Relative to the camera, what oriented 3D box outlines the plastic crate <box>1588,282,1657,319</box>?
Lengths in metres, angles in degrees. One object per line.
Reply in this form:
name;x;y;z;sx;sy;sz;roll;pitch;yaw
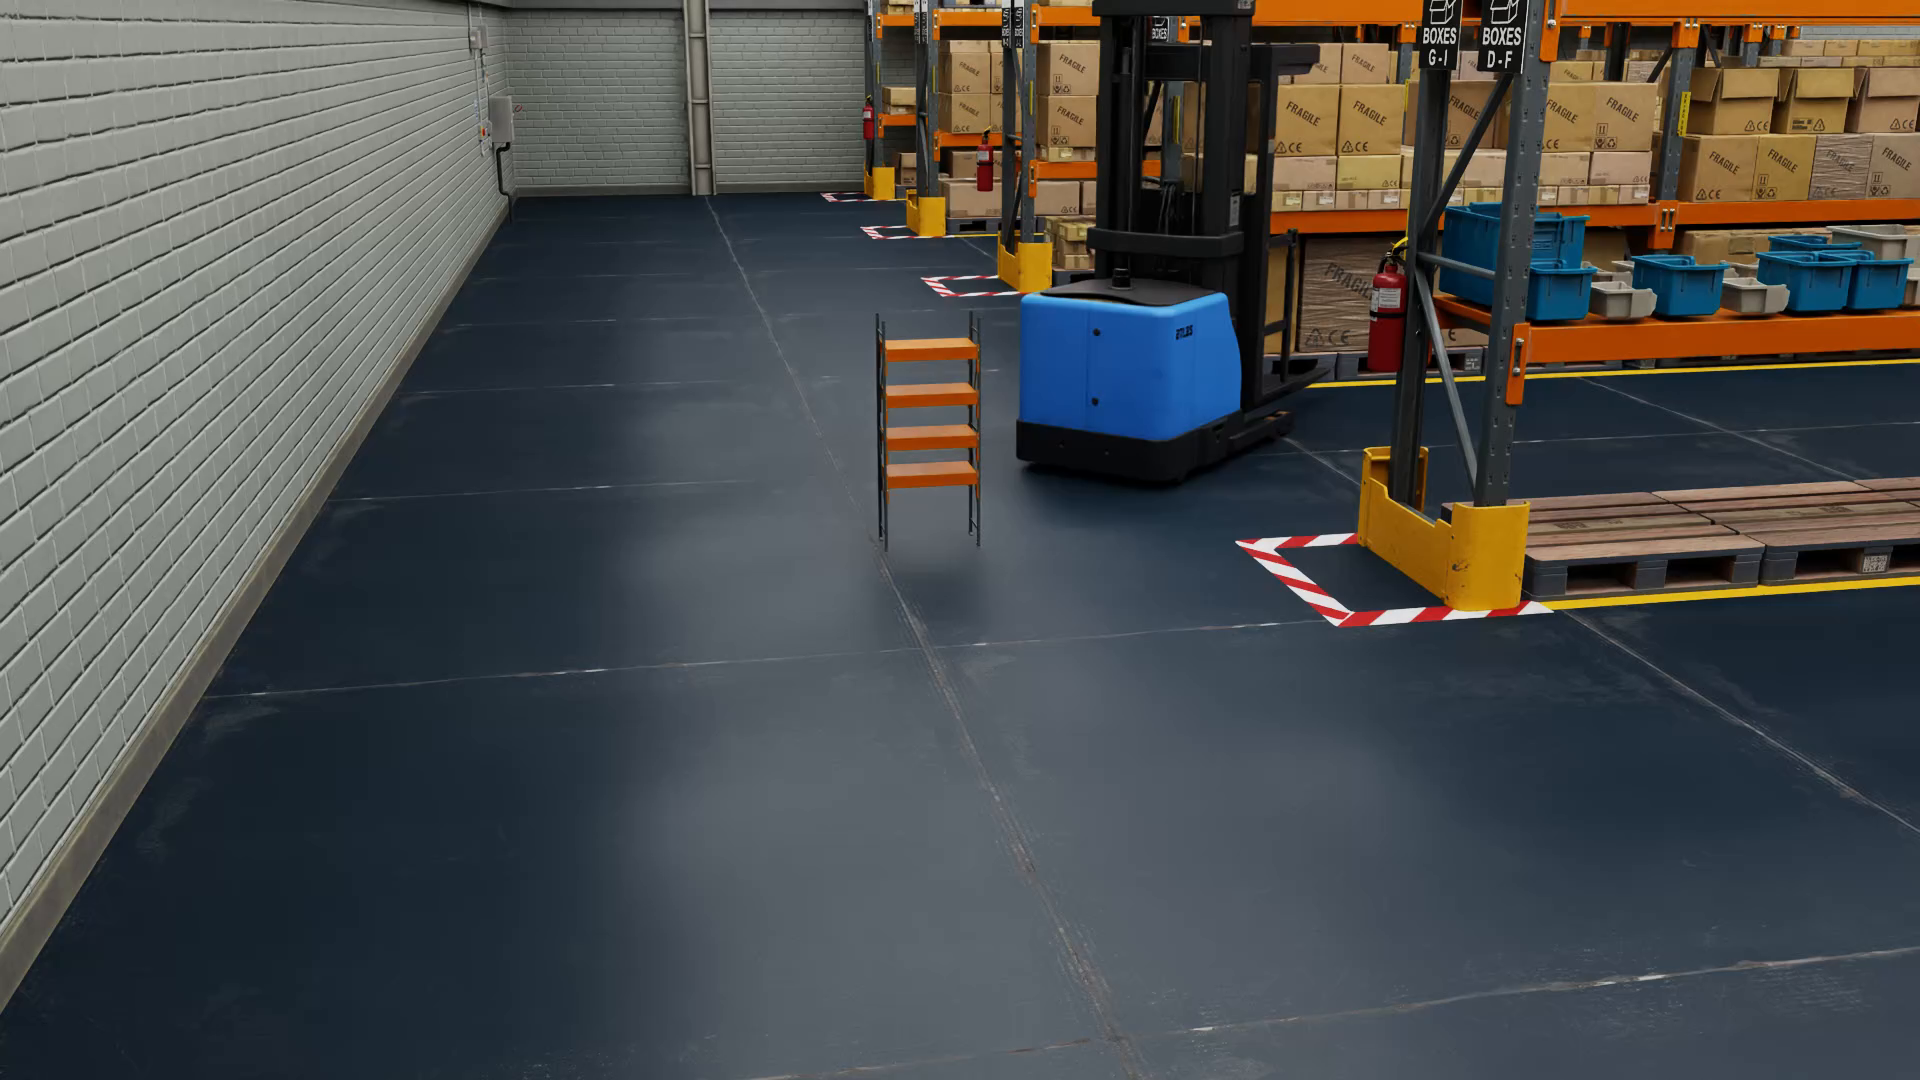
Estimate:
plastic crate;3.019;-1.096;7.618;0.298;0.136;0.250;-3;17;-10

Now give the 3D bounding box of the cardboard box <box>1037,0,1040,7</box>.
cardboard box;0.999;-5.608;17.107;0.500;0.250;0.500;-4;17;-12

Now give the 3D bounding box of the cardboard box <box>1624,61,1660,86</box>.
cardboard box;9.428;-6.448;23.304;0.500;0.500;0.500;-4;18;-13

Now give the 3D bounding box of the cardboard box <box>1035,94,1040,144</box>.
cardboard box;0.995;-4.433;17.459;0.500;0.500;0.500;-3;17;-9

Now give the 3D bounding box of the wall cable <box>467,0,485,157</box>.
wall cable;-5.968;-5.745;20.624;0.123;1.953;0.585;-3;17;-10

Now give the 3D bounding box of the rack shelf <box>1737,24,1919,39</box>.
rack shelf;13.310;-7.435;24.026;4.000;0.370;1.077;-3;17;-10

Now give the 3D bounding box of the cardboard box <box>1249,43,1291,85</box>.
cardboard box;3.108;-4.876;17.197;0.500;0.500;0.500;-3;17;-9

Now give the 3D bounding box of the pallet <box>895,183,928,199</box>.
pallet;-0.524;-5.712;27.049;1.213;0.211;1.003;-3;17;-10

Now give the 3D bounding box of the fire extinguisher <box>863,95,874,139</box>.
fire extinguisher;-1.438;-6.639;26.086;0.183;0.674;0.296;-3;17;-10

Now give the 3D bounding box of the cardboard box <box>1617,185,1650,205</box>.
cardboard box;5.134;-2.700;12.920;0.250;0.149;0.380;-3;17;-10

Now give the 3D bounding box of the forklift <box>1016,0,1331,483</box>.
forklift;1.581;-2.117;10.711;1.130;2.935;3.031;11;20;32

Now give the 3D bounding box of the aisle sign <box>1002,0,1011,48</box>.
aisle sign;0.474;-5.469;17.081;0.004;0.787;0.394;-3;17;-10

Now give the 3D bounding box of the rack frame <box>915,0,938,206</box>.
rack frame;-0.436;-5.565;21.822;0.127;3.000;1.000;-3;17;-10

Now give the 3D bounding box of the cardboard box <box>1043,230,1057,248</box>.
cardboard box;1.067;-3.236;17.871;0.250;0.149;0.380;-4;17;-12

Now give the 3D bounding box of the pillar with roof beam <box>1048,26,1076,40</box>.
pillar with roof beam;2.509;-9.066;23.004;0.400;9.000;9.100;-3;17;-10

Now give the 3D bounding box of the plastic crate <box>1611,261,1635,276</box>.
plastic crate;3.438;-1.293;8.259;0.243;0.136;0.396;-3;17;-10

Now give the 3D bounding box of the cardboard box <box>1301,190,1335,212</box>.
cardboard box;2.614;-2.557;12.455;0.250;0.149;0.380;-4;17;-11

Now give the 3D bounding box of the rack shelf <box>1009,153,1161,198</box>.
rack shelf;2.566;-3.911;17.663;4.000;0.370;1.077;-3;17;-10

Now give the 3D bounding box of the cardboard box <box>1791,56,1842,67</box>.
cardboard box;9.396;-5.166;18.649;0.500;0.500;0.700;-3;17;-11

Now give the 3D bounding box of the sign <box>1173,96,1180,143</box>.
sign;1.544;-3.000;11.860;0.005;0.325;0.100;-3;17;-10

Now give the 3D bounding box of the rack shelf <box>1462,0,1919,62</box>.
rack shelf;4.348;-2.482;7.900;4.000;0.370;1.077;-3;17;-10

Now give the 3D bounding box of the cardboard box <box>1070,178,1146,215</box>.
cardboard box;1.976;-4.710;22.686;0.875;0.438;0.875;-4;17;-12

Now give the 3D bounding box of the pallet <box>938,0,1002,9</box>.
pallet;0.291;-7.001;21.539;1.213;0.211;1.003;-3;17;-10

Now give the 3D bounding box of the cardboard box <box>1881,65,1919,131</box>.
cardboard box;7.938;-3.610;13.577;0.637;0.503;0.797;-3;17;-9

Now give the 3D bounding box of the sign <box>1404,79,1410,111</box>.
sign;4.640;-4.624;17.285;0.005;0.325;0.100;-3;17;-10

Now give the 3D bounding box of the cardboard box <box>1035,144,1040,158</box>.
cardboard box;0.869;-4.123;17.556;0.250;0.149;0.380;-3;17;-10

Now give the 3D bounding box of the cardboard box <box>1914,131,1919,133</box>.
cardboard box;7.862;-3.047;13.453;0.500;0.500;0.500;-4;17;-12

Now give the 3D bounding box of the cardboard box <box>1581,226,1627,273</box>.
cardboard box;4.709;-2.103;13.452;0.875;0.875;0.875;-3;17;-10

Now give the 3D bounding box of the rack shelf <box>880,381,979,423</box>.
rack shelf;-0.163;-0.714;8.560;0.480;0.148;0.258;-3;17;-10

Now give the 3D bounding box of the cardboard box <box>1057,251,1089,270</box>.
cardboard box;1.178;-2.919;17.346;0.250;0.149;0.380;-3;17;-9

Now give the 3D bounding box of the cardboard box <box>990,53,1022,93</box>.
cardboard box;0.596;-6.066;21.580;0.500;0.500;0.500;-4;17;-12

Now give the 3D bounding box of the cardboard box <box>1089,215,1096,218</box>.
cardboard box;1.562;-3.417;17.956;0.250;0.149;0.380;-4;17;-12

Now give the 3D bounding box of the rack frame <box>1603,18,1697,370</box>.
rack frame;5.372;-2.931;13.246;0.127;3.000;1.000;-3;17;-10

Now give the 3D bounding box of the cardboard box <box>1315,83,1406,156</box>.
cardboard box;2.965;-3.145;12.413;0.500;0.500;0.500;-4;17;-12

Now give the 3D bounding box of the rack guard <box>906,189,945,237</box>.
rack guard;-0.459;-4.369;22.185;0.348;0.500;1.175;-3;17;-10

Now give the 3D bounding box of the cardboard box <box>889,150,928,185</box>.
cardboard box;-0.762;-6.010;26.807;0.637;0.503;0.797;-4;18;-13

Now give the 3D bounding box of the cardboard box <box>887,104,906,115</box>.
cardboard box;-1.006;-6.815;26.319;0.250;0.149;0.380;-3;17;-11

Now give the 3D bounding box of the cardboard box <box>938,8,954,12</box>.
cardboard box;-0.252;-8.276;25.967;0.250;0.149;0.380;-3;17;-9

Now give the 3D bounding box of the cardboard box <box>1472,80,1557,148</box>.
cardboard box;4.368;-3.382;13.185;0.500;0.500;0.500;-3;17;-10

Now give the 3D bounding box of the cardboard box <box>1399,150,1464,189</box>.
cardboard box;3.481;-2.816;12.621;0.500;0.250;0.500;-4;17;-12

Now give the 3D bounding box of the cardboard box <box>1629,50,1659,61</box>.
cardboard box;9.771;-6.920;23.736;0.250;0.149;0.380;-2;17;-7

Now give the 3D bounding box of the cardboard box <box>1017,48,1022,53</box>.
cardboard box;0.741;-6.377;21.488;0.250;0.149;0.380;-4;17;-12

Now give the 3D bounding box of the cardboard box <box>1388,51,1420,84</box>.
cardboard box;5.970;-6.376;22.587;0.500;0.500;0.500;-3;17;-10

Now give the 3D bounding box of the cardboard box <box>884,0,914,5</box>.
cardboard box;-0.893;-8.446;25.842;0.500;0.250;0.500;-3;17;-11

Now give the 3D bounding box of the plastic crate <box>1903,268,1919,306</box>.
plastic crate;4.659;-1.222;8.029;0.466;0.136;0.293;-3;17;-10

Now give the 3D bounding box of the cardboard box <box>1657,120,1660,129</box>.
cardboard box;7.564;-4.482;18.009;0.250;0.149;0.380;-3;17;-10

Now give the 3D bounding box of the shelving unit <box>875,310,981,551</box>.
shelving unit;-0.163;-0.564;8.606;0.503;1.200;0.258;-3;17;-10

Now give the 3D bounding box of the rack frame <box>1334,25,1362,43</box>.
rack frame;6.474;-7.441;27.931;0.127;3.000;1.000;-3;17;-10

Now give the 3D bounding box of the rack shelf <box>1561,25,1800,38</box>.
rack shelf;12.365;-8.866;28.684;4.000;0.370;1.077;-3;17;-10

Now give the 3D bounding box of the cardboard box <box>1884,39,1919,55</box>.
cardboard box;13.318;-6.961;23.987;0.500;0.500;0.700;-3;17;-11

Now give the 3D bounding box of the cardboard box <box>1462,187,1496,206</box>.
cardboard box;3.873;-2.628;12.687;0.250;0.149;0.380;-4;17;-11

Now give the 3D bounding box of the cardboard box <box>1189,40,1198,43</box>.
cardboard box;2.970;-6.532;21.990;0.250;0.149;0.380;-3;17;-9

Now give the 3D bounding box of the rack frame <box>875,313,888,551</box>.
rack frame;-0.402;-0.551;8.561;0.015;1.200;0.240;-3;17;-10
